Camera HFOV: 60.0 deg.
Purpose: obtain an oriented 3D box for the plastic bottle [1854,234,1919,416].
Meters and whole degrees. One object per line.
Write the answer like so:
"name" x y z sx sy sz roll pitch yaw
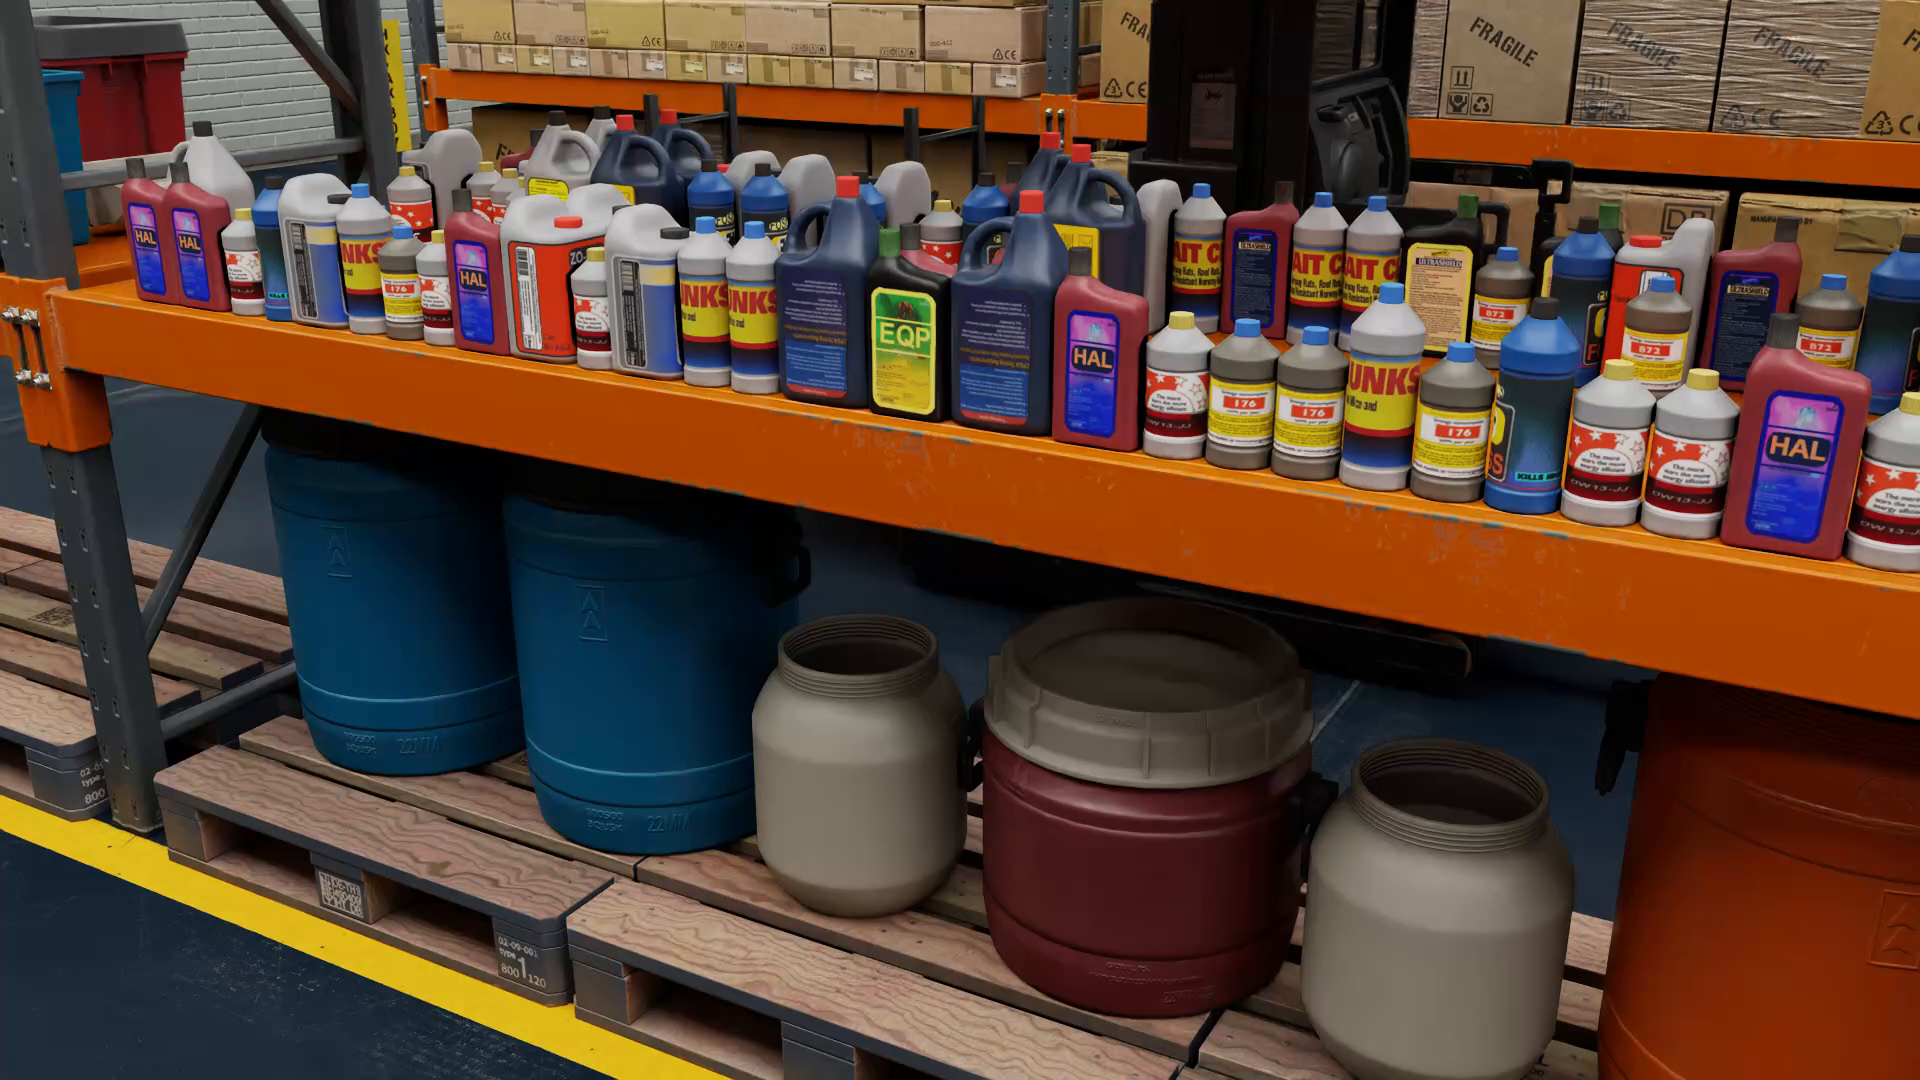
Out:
"plastic bottle" 1.454 -0.335 2.580 0.097 0.271 0.097 0 20 0

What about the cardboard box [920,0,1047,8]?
"cardboard box" 0.153 -2.759 7.756 0.500 0.500 0.500 12 23 29

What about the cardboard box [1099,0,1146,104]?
"cardboard box" 0.965 -2.236 7.484 0.500 0.500 0.500 11 23 27

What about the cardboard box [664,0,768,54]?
"cardboard box" -1.167 -2.660 8.583 0.500 0.250 0.500 10 22 26

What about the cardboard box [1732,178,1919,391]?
"cardboard box" 3.585 -0.994 6.708 0.875 0.875 1.225 10 22 25

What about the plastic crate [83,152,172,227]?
"plastic crate" -2.067 -0.890 4.218 0.243 0.136 0.396 11 23 27

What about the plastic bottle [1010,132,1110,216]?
"plastic bottle" 0.193 -0.604 3.203 0.185 0.351 0.144 11 23 27

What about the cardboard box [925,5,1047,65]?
"cardboard box" 0.172 -2.405 7.879 0.500 0.250 0.500 10 22 26

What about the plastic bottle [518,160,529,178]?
"plastic bottle" -0.910 -0.777 3.791 0.135 0.276 0.152 11 23 27

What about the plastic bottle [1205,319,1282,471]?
"plastic bottle" 0.397 -0.207 2.329 0.097 0.201 0.097 0 20 0

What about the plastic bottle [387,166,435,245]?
"plastic bottle" -1.273 -0.763 3.860 0.097 0.201 0.097 0 20 0

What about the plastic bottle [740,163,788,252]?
"plastic bottle" -0.396 -0.629 3.388 0.097 0.271 0.097 0 20 0

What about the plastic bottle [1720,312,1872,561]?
"plastic bottle" 0.999 -0.124 1.980 0.133 0.283 0.061 11 23 27

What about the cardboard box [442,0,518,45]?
"cardboard box" -2.520 -2.914 9.284 0.500 0.250 0.500 10 22 26

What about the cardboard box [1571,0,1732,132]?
"cardboard box" 2.738 -1.900 6.558 0.500 0.500 0.500 10 22 26

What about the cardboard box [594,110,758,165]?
"cardboard box" -1.415 -1.970 9.397 0.875 0.875 0.875 11 23 27

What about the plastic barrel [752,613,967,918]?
"plastic barrel" -0.196 0.440 3.285 0.421 0.512 0.421 0 20 0

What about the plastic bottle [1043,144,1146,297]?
"plastic bottle" 0.237 -0.536 3.016 0.185 0.351 0.144 11 23 27

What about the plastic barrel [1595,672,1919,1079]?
"plastic barrel" 1.326 0.546 2.527 0.708 0.830 0.600 11 23 27

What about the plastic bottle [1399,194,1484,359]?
"plastic bottle" 0.842 -0.465 2.919 0.133 0.283 0.061 11 23 27

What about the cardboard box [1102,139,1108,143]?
"cardboard box" 1.151 -3.201 12.982 0.250 0.149 0.380 11 23 28

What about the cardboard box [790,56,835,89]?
"cardboard box" -0.639 -2.346 8.303 0.250 0.149 0.380 11 23 28

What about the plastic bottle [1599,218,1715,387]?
"plastic bottle" 1.138 -0.387 2.716 0.135 0.276 0.152 11 23 27

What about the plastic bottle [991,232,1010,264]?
"plastic bottle" 0.112 -0.349 2.601 0.133 0.283 0.061 11 23 27

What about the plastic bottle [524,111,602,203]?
"plastic bottle" -0.839 -0.744 3.590 0.185 0.351 0.144 11 23 27

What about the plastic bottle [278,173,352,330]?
"plastic bottle" -1.193 -0.556 3.181 0.135 0.276 0.152 11 23 27

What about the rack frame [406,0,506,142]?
"rack frame" -2.807 -3.005 9.751 0.127 3.000 1.000 11 23 27

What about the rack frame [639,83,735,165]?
"rack frame" -0.957 -0.879 6.088 0.032 1.500 0.500 10 22 26

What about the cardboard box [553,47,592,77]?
"cardboard box" -1.981 -2.602 9.008 0.250 0.149 0.380 10 22 26

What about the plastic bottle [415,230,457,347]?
"plastic bottle" -0.935 -0.461 3.029 0.097 0.201 0.097 0 20 0

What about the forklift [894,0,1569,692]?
"forklift" 1.328 -1.156 4.753 3.031 2.935 1.130 10 22 26

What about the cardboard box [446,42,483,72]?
"cardboard box" -2.658 -2.730 9.360 0.250 0.149 0.380 11 23 28

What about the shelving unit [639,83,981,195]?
"shelving unit" -0.509 -0.797 5.863 1.048 1.500 0.538 10 22 26

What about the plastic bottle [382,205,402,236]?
"plastic bottle" -1.148 -0.561 3.305 0.097 0.201 0.097 0 20 0

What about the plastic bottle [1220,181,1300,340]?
"plastic bottle" 0.555 -0.519 3.069 0.133 0.283 0.061 11 23 27

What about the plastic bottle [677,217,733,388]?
"plastic bottle" -0.413 -0.395 2.743 0.097 0.271 0.097 0 20 0

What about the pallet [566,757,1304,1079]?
"pallet" -0.008 0.789 3.382 1.213 0.211 1.003 11 23 27

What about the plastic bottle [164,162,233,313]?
"plastic bottle" -1.502 -0.601 3.293 0.133 0.283 0.061 11 23 27

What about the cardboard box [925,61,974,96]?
"cardboard box" 0.034 -2.218 7.949 0.250 0.149 0.380 11 23 28

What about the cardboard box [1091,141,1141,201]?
"cardboard box" 1.254 -1.438 7.931 0.875 0.875 1.225 11 23 27

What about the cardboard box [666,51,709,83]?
"cardboard box" -1.314 -2.474 8.656 0.250 0.149 0.380 10 22 26

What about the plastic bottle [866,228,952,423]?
"plastic bottle" -0.075 -0.329 2.544 0.133 0.283 0.061 11 23 27

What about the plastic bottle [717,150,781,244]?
"plastic bottle" -0.469 -0.693 3.559 0.135 0.276 0.152 11 23 27

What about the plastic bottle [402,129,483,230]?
"plastic bottle" -1.229 -0.838 3.958 0.135 0.276 0.152 11 23 27

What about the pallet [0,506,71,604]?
"pallet" -3.460 0.132 5.192 1.213 0.211 1.003 11 23 27

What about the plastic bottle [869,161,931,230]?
"plastic bottle" -0.149 -0.632 3.391 0.135 0.276 0.152 11 23 27

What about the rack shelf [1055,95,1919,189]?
"rack shelf" 2.431 -1.669 7.123 4.000 0.370 1.077 11 23 27

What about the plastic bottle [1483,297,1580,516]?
"plastic bottle" 0.737 -0.175 2.139 0.097 0.271 0.097 0 20 0
